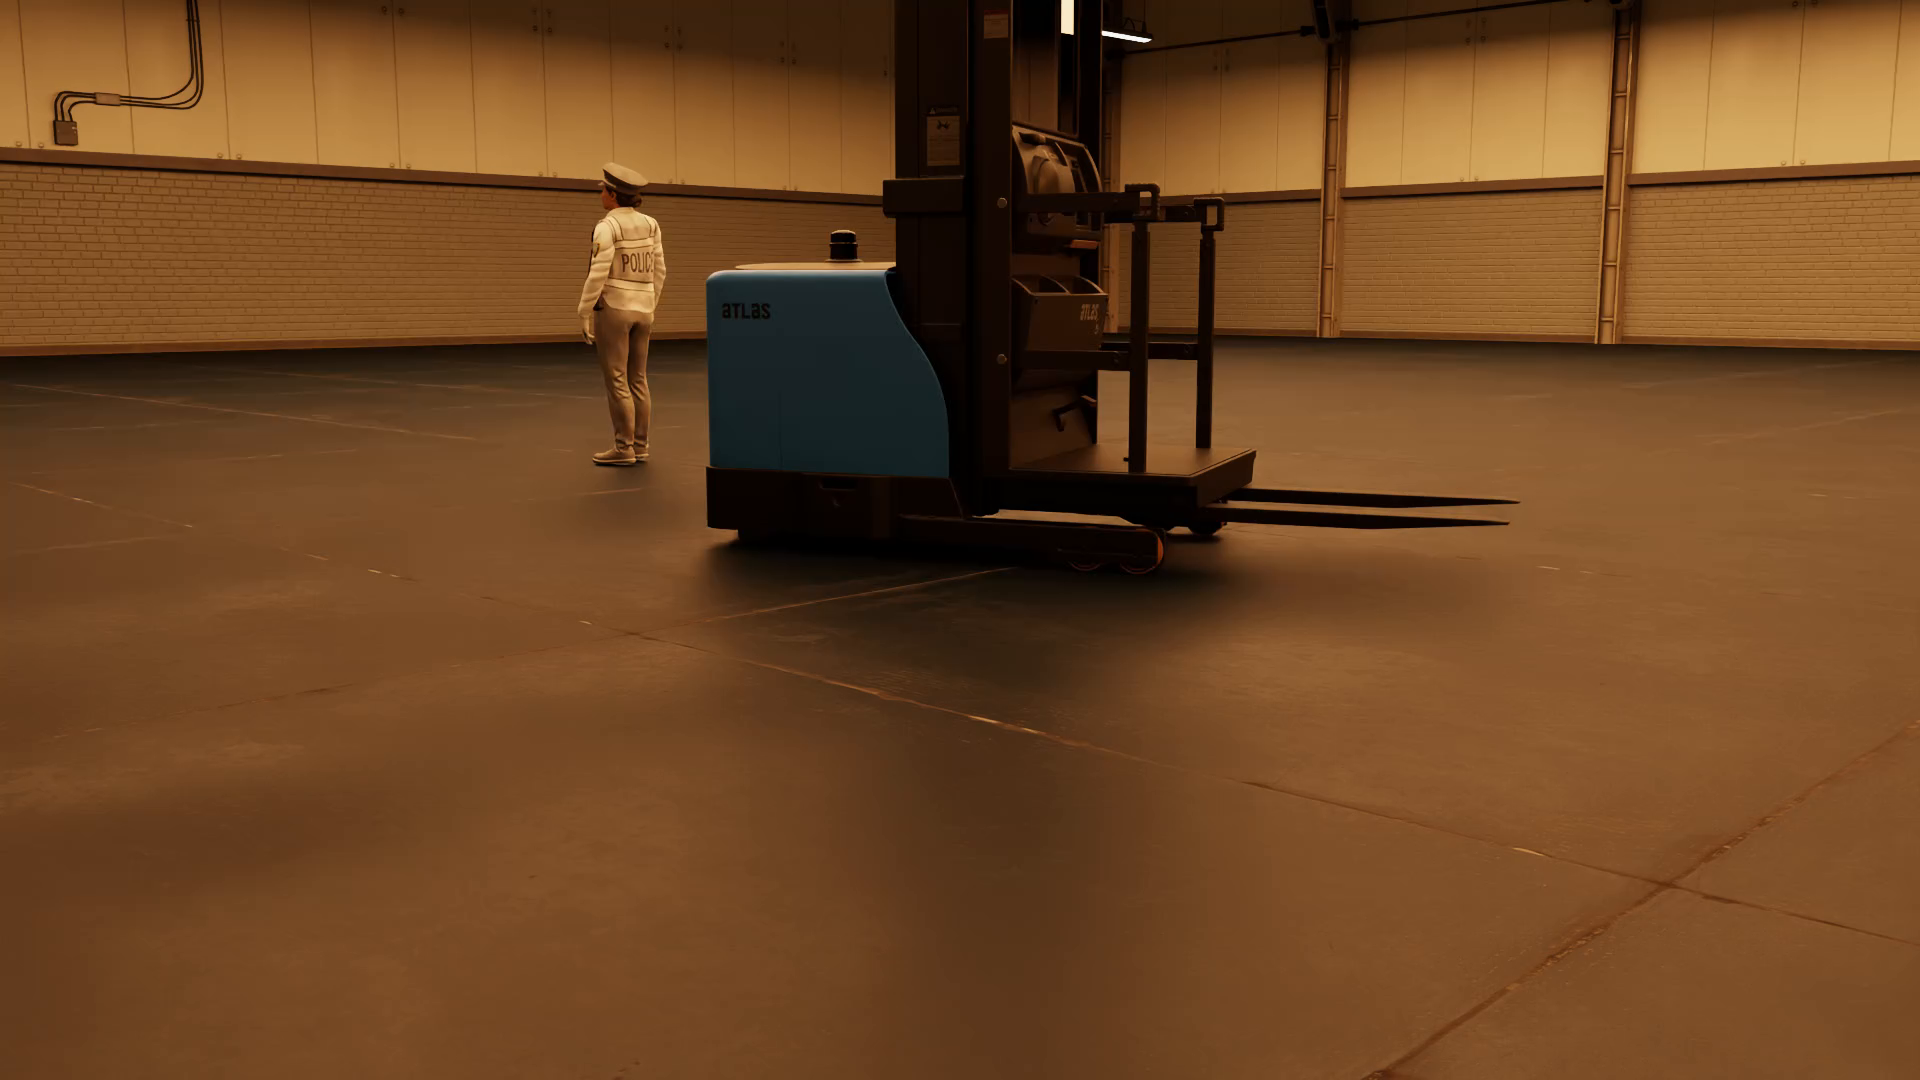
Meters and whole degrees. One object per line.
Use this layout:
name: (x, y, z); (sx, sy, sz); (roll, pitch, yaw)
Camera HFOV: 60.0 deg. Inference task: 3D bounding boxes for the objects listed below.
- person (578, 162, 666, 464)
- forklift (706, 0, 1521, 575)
person: (-1.968, -1.280, 9.474); (0.533, 1.695, 0.587); (6, 10, 34)
forklift: (0.565, -1.416, 6.275); (3.031, 2.935, 1.130); (3, 9, 22)
